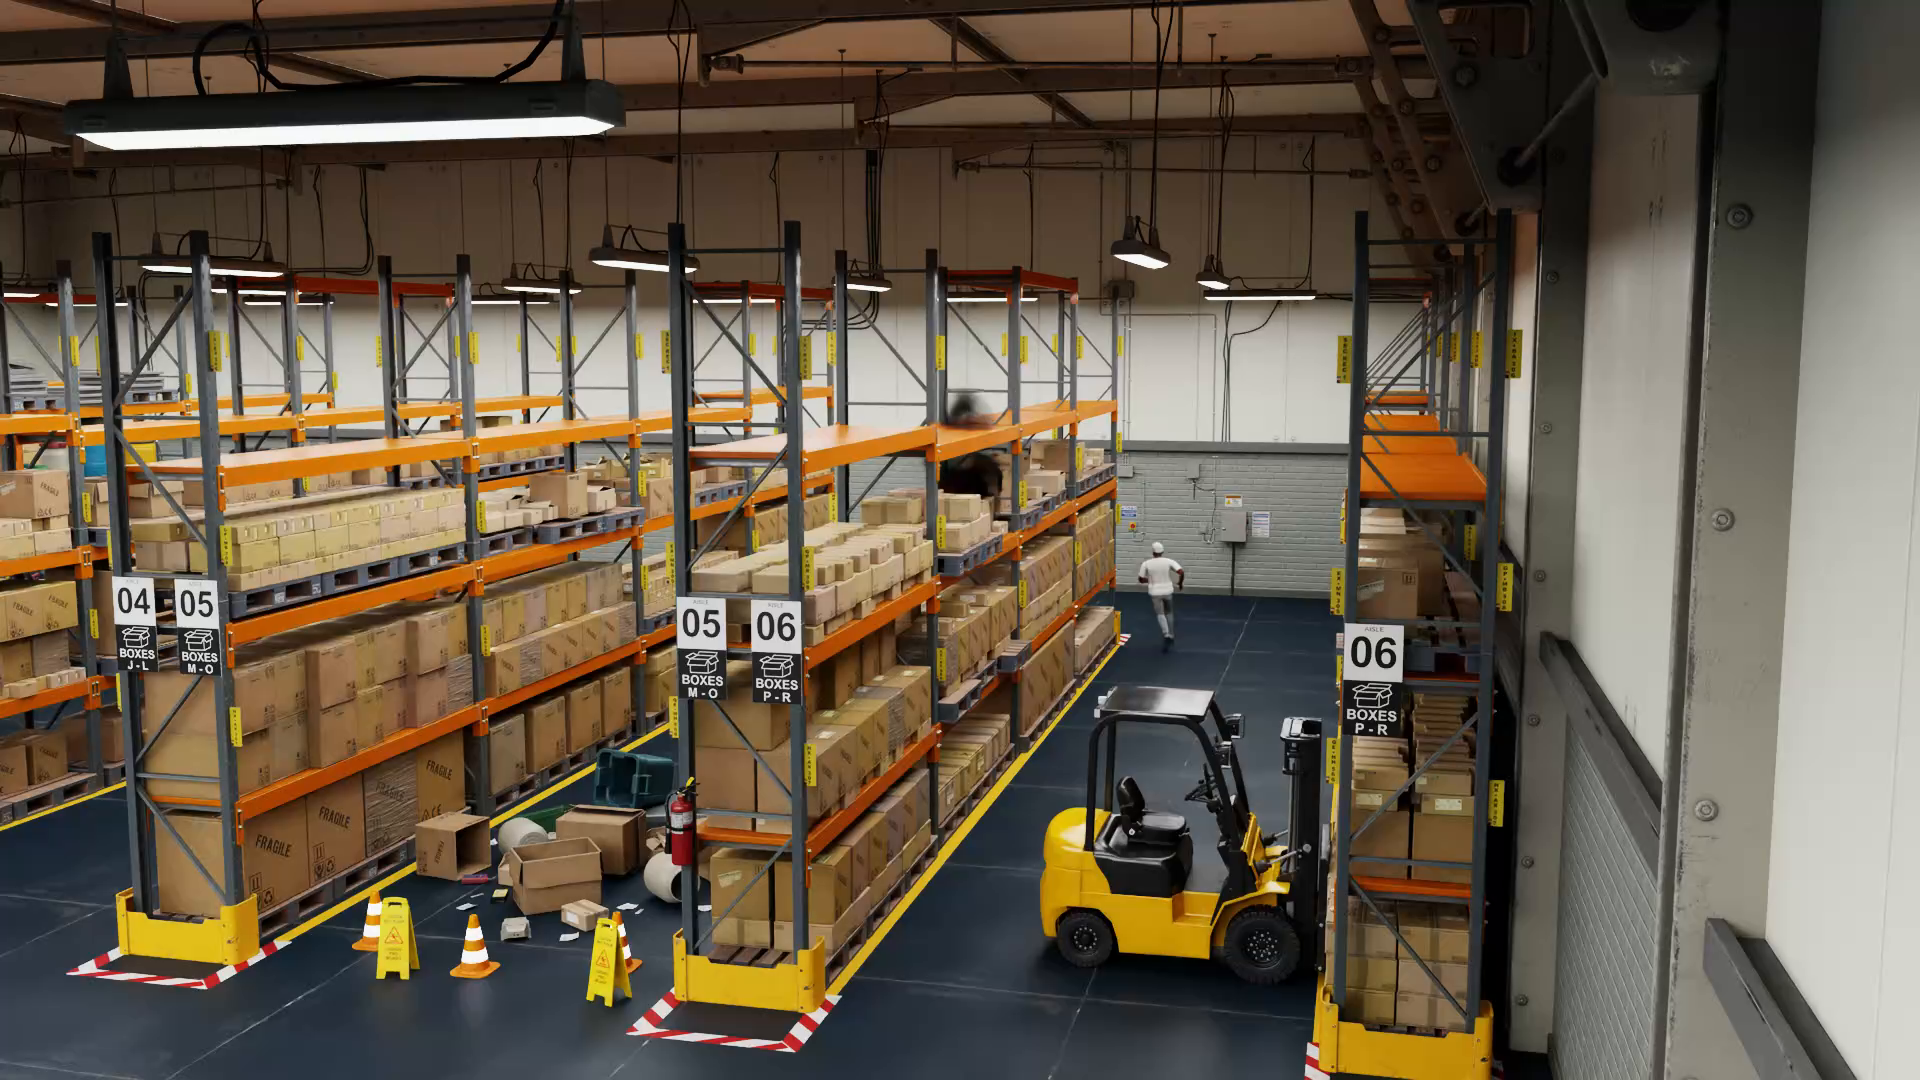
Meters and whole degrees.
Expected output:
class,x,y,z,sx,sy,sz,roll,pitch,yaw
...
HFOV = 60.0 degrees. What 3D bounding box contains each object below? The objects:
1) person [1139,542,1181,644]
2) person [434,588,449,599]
class,x,y,z,sx,sy,sz,roll,pitch,yaw
person,3.330,0.919,27.843,0.696,1.771,0.919,0,7,0
person,-7.425,1.445,23.919,0.534,1.587,0.853,1,7,7
